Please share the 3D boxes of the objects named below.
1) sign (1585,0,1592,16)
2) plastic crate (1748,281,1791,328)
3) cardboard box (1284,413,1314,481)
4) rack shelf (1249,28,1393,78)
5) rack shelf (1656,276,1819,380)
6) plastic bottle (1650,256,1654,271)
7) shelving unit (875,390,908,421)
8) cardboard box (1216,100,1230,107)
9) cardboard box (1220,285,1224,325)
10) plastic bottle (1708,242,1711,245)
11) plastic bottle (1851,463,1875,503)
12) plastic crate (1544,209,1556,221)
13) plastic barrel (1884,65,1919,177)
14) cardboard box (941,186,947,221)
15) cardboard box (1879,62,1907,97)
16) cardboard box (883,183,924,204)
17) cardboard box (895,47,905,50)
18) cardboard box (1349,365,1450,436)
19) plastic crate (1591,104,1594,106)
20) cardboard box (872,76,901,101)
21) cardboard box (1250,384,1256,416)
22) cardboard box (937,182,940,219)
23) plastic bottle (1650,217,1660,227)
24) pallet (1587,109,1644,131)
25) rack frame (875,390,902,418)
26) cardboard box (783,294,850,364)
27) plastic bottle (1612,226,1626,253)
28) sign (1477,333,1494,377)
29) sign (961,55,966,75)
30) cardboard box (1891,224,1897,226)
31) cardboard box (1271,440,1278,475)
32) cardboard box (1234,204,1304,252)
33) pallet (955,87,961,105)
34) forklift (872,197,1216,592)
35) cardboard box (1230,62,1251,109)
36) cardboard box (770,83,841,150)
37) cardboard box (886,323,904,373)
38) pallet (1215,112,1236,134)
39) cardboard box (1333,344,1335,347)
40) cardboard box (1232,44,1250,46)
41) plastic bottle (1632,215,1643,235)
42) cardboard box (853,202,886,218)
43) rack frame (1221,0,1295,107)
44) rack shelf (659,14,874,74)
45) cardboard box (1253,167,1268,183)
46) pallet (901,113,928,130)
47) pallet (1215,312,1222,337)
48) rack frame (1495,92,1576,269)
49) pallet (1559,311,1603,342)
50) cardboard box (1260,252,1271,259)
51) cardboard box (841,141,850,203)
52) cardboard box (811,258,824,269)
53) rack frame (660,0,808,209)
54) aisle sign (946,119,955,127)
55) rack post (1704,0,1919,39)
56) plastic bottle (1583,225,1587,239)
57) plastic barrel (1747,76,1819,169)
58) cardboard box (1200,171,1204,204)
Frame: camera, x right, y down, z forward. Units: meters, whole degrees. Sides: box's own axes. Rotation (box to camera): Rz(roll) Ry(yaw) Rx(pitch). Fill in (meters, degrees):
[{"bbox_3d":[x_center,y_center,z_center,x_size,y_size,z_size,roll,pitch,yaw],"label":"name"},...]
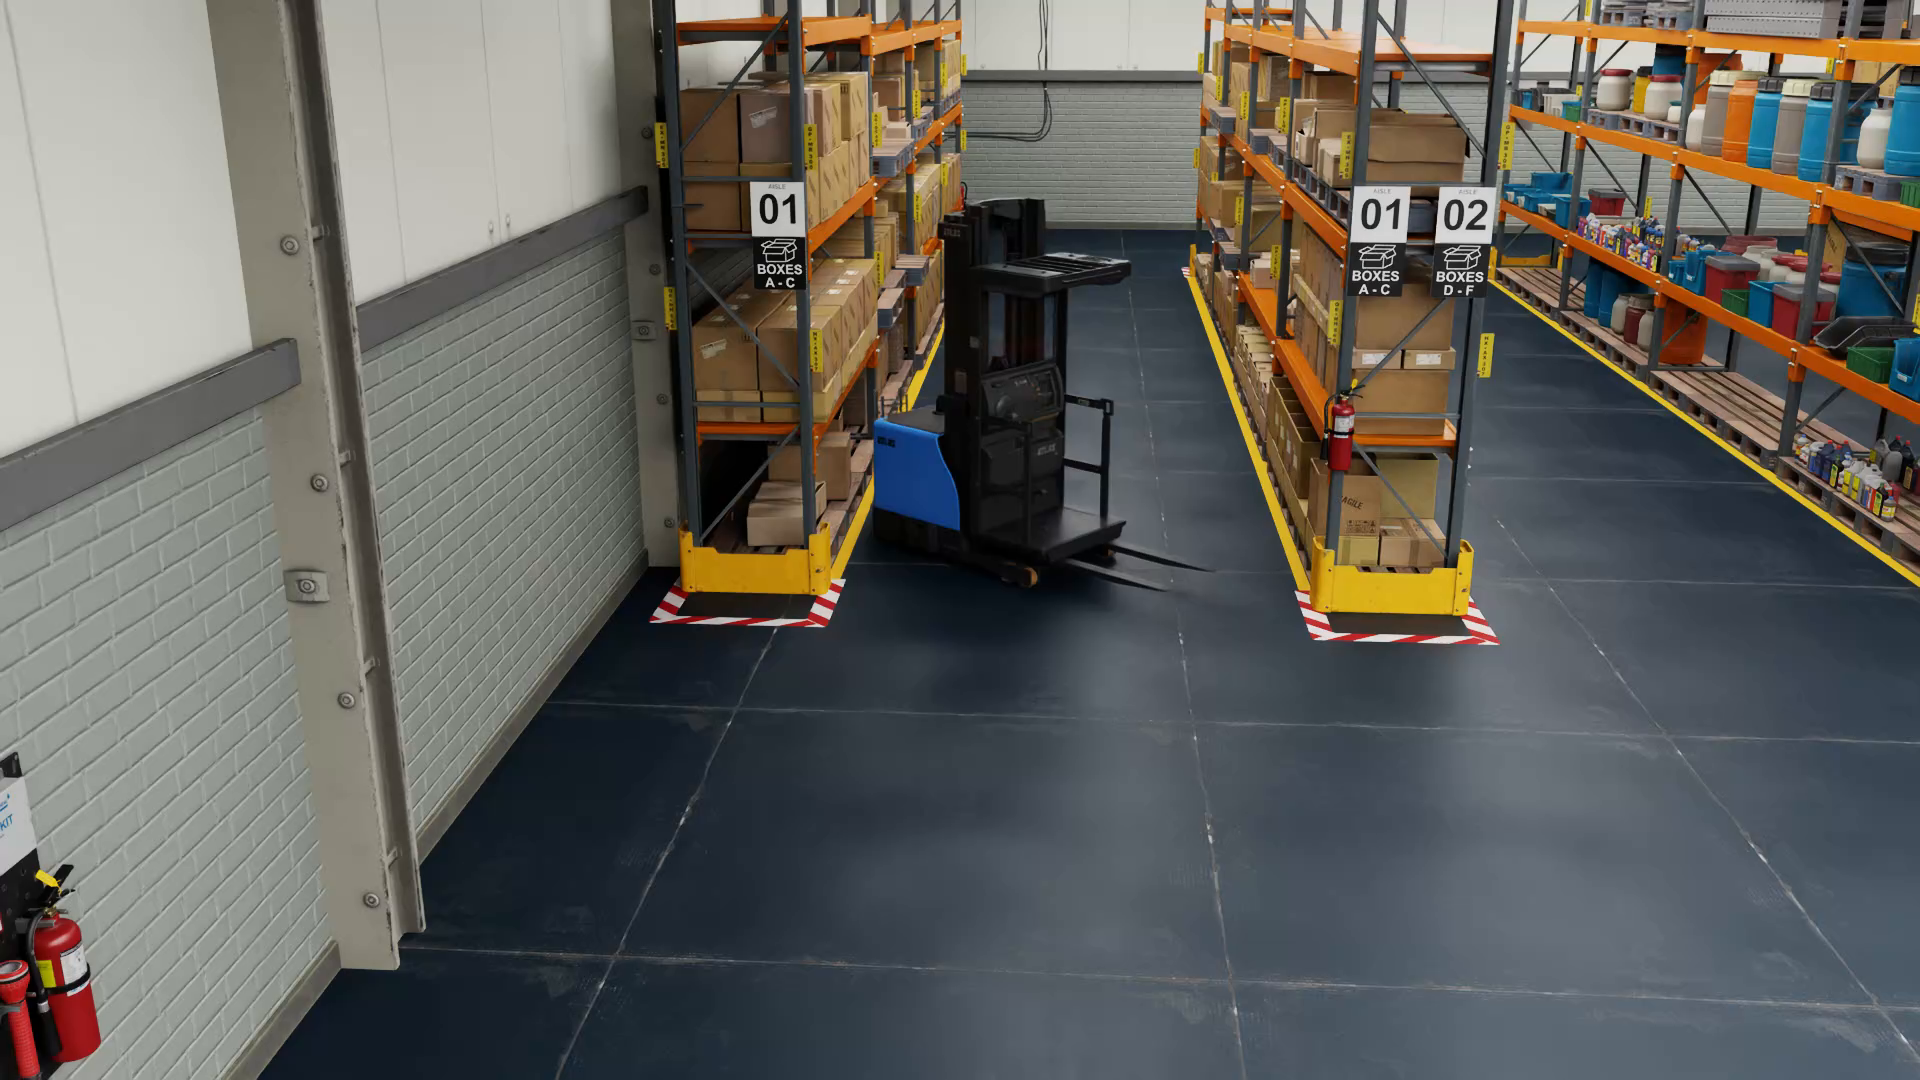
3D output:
[{"bbox_3d":[9.947,-8.471,26.341,0.100,0.325,0.005,1,18,4],"label":"sign"},{"bbox_3d":[8.306,-2.396,16.942,0.392,0.384,0.575,1,18,4],"label":"plastic crate"},{"bbox_3d":[3.146,-0.812,14.620,0.500,0.500,0.500,1,18,4],"label":"cardboard box"},{"bbox_3d":[3.740,-5.105,17.350,1.077,0.370,4.000,1,18,4],"label":"rack shelf"},{"bbox_3d":[8.680,-2.333,17.881,1.077,0.370,4.000,1,18,4],"label":"rack shelf"},{"bbox_3d":[8.454,-3.372,20.216,0.097,0.201,0.097,0,18,0],"label":"plastic bottle"},{"bbox_3d":[-0.595,-0.711,14.663,0.258,1.200,0.189,-6,19,-18],"label":"shelving unit"},{"bbox_3d":[3.940,-6.161,23.832,0.500,0.250,0.500,1,18,4],"label":"cardboard box"},{"bbox_3d":[3.822,-3.205,22.696,0.500,0.500,0.500,2,18,5],"label":"cardboard box"},{"bbox_3d":[9.265,-3.552,20.633,0.061,0.283,0.133,1,18,4],"label":"plastic bottle"},{"bbox_3d":[8.008,-0.514,14.722,0.144,0.351,0.185,2,18,6],"label":"plastic bottle"},{"bbox_3d":[8.923,-4.790,24.569,0.437,0.125,0.590,1,18,4],"label":"plastic crate"},{"bbox_3d":[8.359,-3.610,14.327,0.600,0.901,0.708,1,18,4],"label":"plastic barrel"},{"bbox_3d":[-0.716,-5.070,24.597,0.980,0.700,0.700,2,18,5],"label":"cardboard box"},{"bbox_3d":[14.204,-6.894,24.831,0.700,0.500,0.500,0,18,0],"label":"cardboard box"},{"bbox_3d":[-0.730,-4.374,21.080,0.500,0.250,0.500,1,18,3],"label":"cardboard box"},{"bbox_3d":[-0.954,-6.939,24.167,0.500,0.500,0.500,1,18,3],"label":"cardboard box"},{"bbox_3d":[3.356,-1.115,12.849,0.700,0.500,0.500,1,18,4],"label":"cardboard box"},{"bbox_3d":[9.496,-6.433,24.846,0.437,0.136,0.530,1,18,4],"label":"plastic crate"},{"bbox_3d":[-1.095,-5.517,20.758,0.700,0.500,0.500,0,18,1],"label":"cardboard box"},{"bbox_3d":[3.411,-1.509,17.954,0.500,0.250,0.500,2,18,5],"label":"cardboard box"},{"bbox_3d":[-0.553,-4.809,23.611,0.500,0.500,0.500,1,18,3],"label":"cardboard box"},{"bbox_3d":[9.358,-4.165,22.395,0.144,0.351,0.185,1,18,4],"label":"plastic bottle"},{"bbox_3d":[9.152,-5.628,22.269,1.213,0.211,1.003,1,18,4],"label":"pallet"},{"bbox_3d":[-0.626,-0.737,14.746,0.240,1.200,0.006,-6,19,-18],"label":"rack frame"},{"bbox_3d":[-1.209,-1.782,14.049,0.500,0.500,0.500,1,18,2],"label":"cardboard box"},{"bbox_3d":[8.585,-3.910,21.618,0.144,0.351,0.185,1,18,4],"label":"plastic bottle"},{"bbox_3d":[3.863,-1.358,12.232,0.100,0.325,0.005,1,18,4],"label":"sign"},{"bbox_3d":[0.056,-7.794,27.279,0.100,0.325,0.005,1,18,4],"label":"sign"},{"bbox_3d":[13.801,-4.650,24.200,0.380,0.149,0.250,2,18,5],"label":"cardboard box"},{"bbox_3d":[3.220,-0.766,15.684,0.500,0.250,0.500,1,18,4],"label":"cardboard box"},{"bbox_3d":[3.816,-3.853,20.529,0.700,0.500,0.500,-5,19,-15],"label":"cardboard box"},{"bbox_3d":[-0.527,-7.154,26.765,1.003,0.211,1.213,1,18,4],"label":"pallet"},{"bbox_3d":[0.669,-1.194,13.359,3.031,2.935,1.130,16,24,40],"label":"forklift"},{"bbox_3d":[4.060,-6.215,22.761,0.600,0.600,0.600,0,18,-1],"label":"cardboard box"},{"bbox_3d":[-1.250,-3.418,13.422,0.500,0.500,0.500,2,18,5],"label":"cardboard box"},{"bbox_3d":[-1.058,-2.314,19.974,0.700,0.500,0.500,2,18,5],"label":"cardboard box"},{"bbox_3d":[3.982,-5.463,21.762,1.213,0.211,1.003,1,18,4],"label":"pallet"},{"bbox_3d":[3.203,-1.641,13.410,0.380,0.149,0.250,2,18,5],"label":"cardboard box"},{"bbox_3d":[4.374,-7.058,24.561,0.700,0.500,0.500,1,18,4],"label":"cardboard box"},{"bbox_3d":[9.227,-4.225,22.580,0.144,0.351,0.185,1,18,4],"label":"plastic bottle"},{"bbox_3d":[-1.061,-3.874,19.519,0.380,0.149,0.250,-2,18,-5],"label":"cardboard box"},{"bbox_3d":[4.170,-7.501,22.863,1.000,3.000,0.127,1,18,4],"label":"rack frame"},{"bbox_3d":[-1.488,-4.161,13.831,1.077,0.370,4.000,1,18,4],"label":"rack shelf"},{"bbox_3d":[4.484,-5.313,24.053,0.500,0.500,0.500,2,18,5],"label":"cardboard box"},{"bbox_3d":[-0.988,-5.401,21.576,1.003,0.211,1.213,2,18,6],"label":"pallet"},{"bbox_3d":[4.149,-3.071,23.458,1.003,0.211,1.213,1,18,4],"label":"pallet"},{"bbox_3d":[9.397,-5.781,27.247,1.000,3.000,0.127,1,18,4],"label":"rack frame"},{"bbox_3d":[9.013,-2.974,23.162,1.003,0.211,1.213,1,18,4],"label":"pallet"},{"bbox_3d":[3.814,-3.253,19.678,0.500,0.311,0.500,2,18,7],"label":"cardboard box"},{"bbox_3d":[-1.234,-3.107,14.079,0.500,0.500,0.500,2,18,7],"label":"cardboard box"},{"bbox_3d":[-1.587,-2.428,16.020,0.500,0.500,0.500,1,18,3],"label":"cardboard box"},{"bbox_3d":[-1.631,-3.883,11.823,1.000,3.000,0.127,1,18,4],"label":"rack frame"},{"bbox_3d":[-0.180,-7.253,27.565,0.394,0.787,0.004,1,18,4],"label":"aisle sign"},{"bbox_3d":[8.592,-5.613,16.780,1.013,1.000,3.121,1,18,4],"label":"rack post"},{"bbox_3d":[8.659,-4.262,22.931,0.097,0.201,0.097,0,18,0],"label":"plastic bottle"},{"bbox_3d":[8.451,-4.286,17.065,0.600,0.901,0.708,1,18,4],"label":"plastic barrel"},{"bbox_3d":[4.130,-5.648,26.681,0.500,0.500,0.500,1,18,3],"label":"cardboard box"}]
